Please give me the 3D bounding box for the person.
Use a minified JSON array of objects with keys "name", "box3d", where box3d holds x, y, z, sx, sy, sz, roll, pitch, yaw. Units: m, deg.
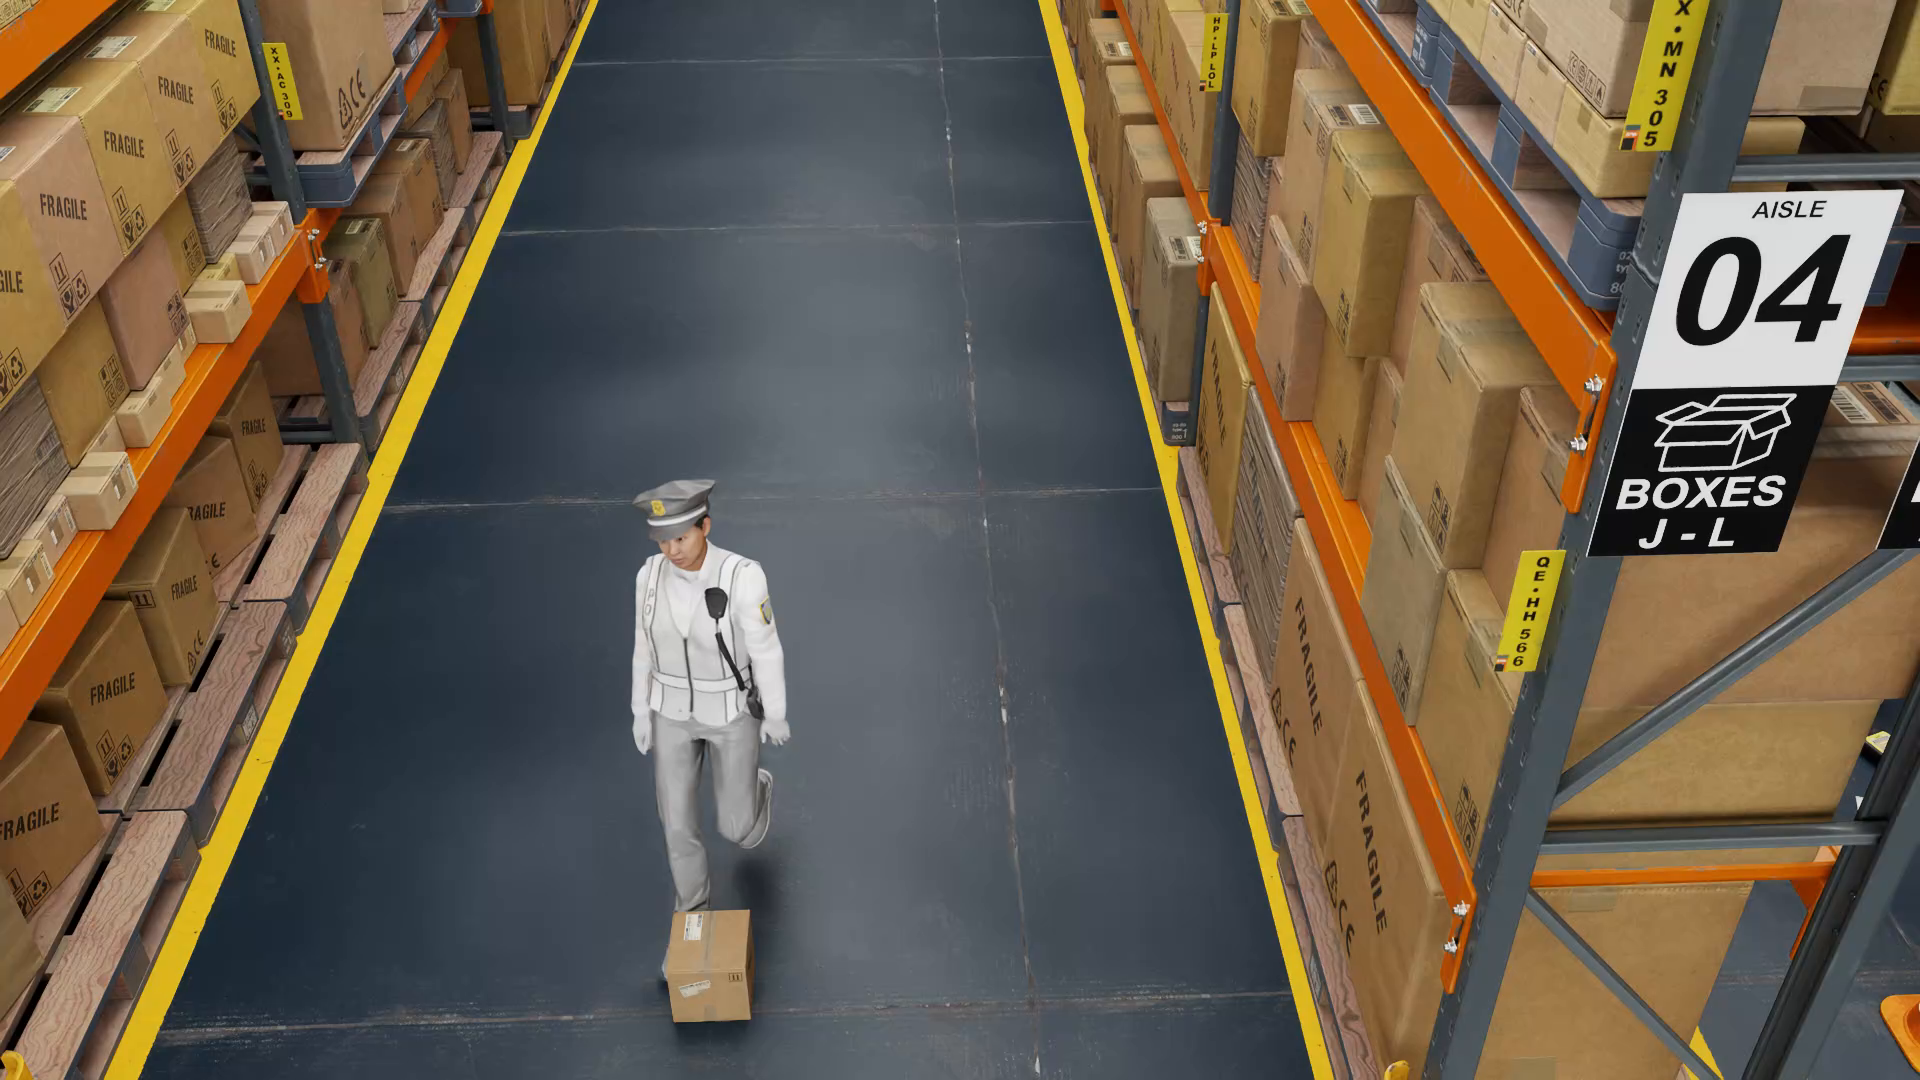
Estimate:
[{"name":"person","box3d":[-0.840,0.607,5.317,0.531,1.618,0.740,6,36,9]}]
